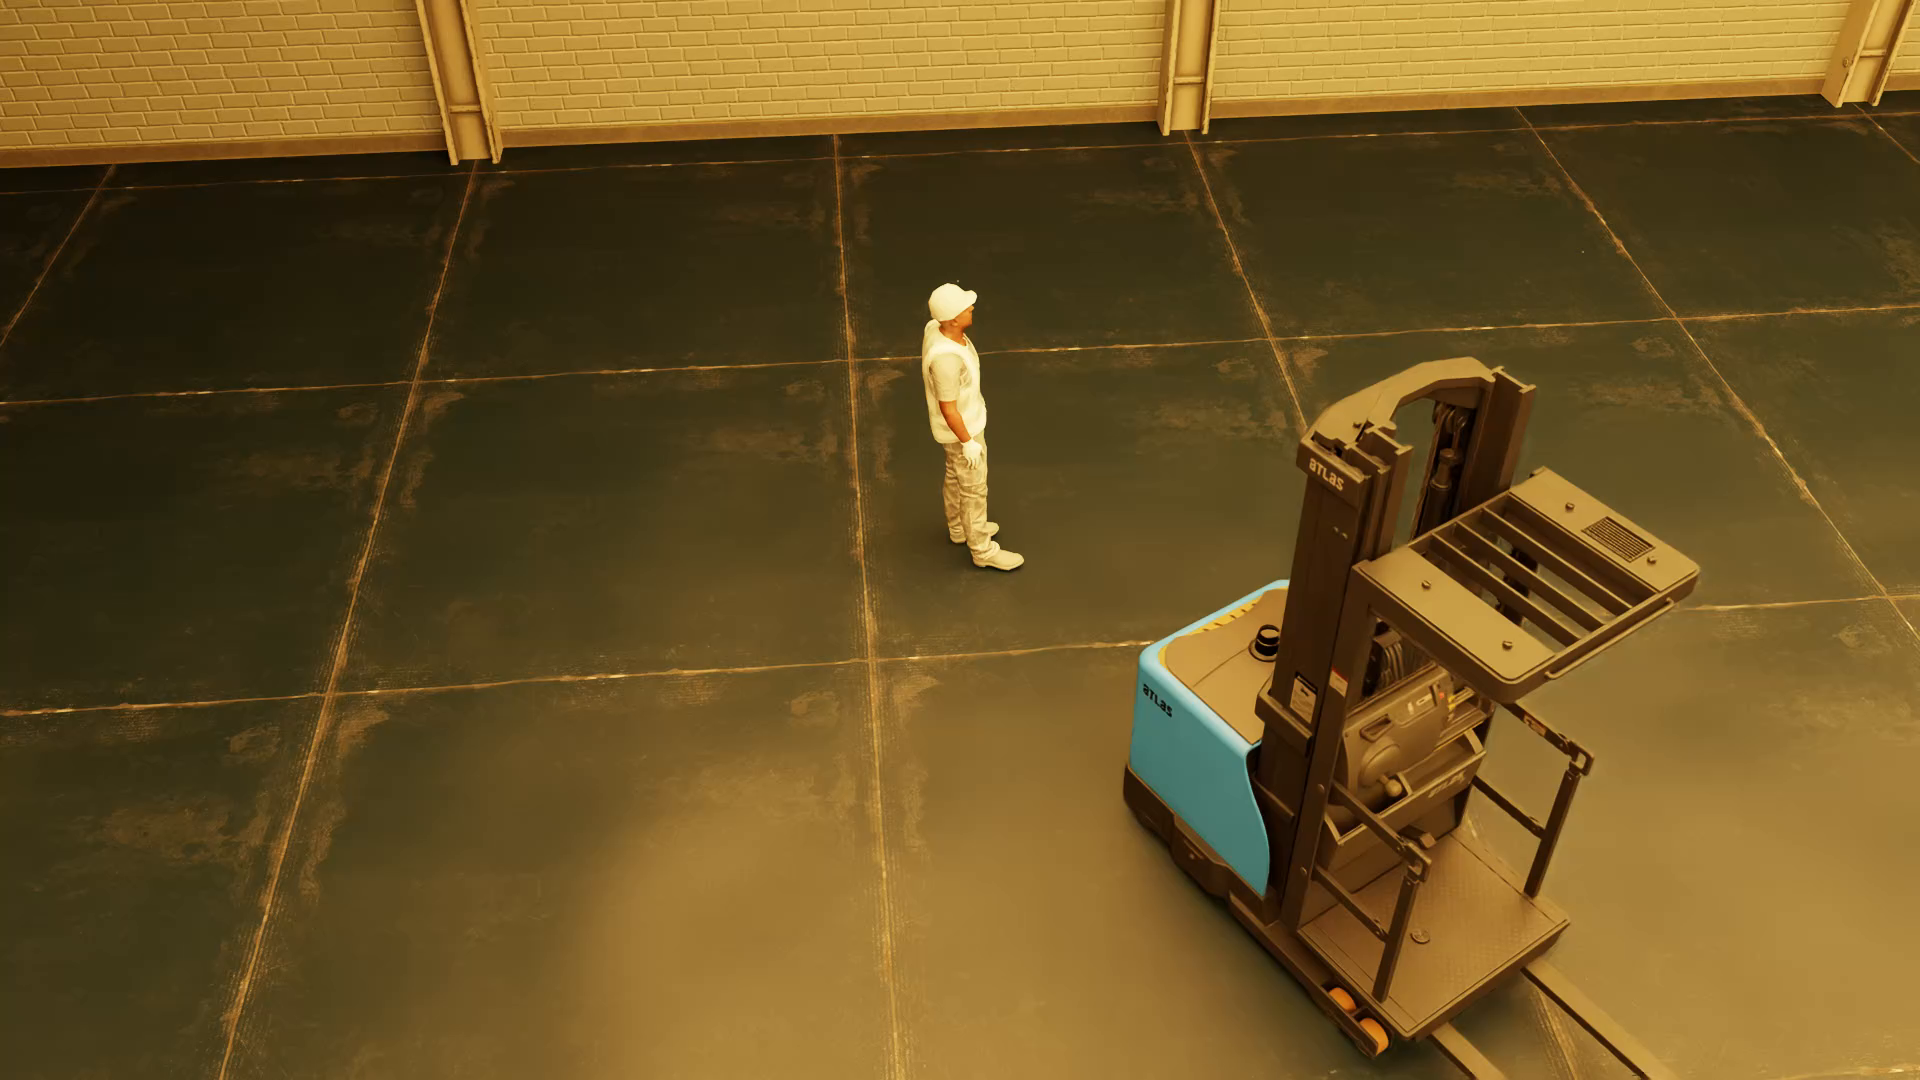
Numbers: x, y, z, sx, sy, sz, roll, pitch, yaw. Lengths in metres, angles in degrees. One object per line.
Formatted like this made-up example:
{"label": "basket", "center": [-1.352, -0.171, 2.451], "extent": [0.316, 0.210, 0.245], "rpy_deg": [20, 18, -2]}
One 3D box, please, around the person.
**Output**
{"label": "person", "center": [0.073, -0.682, 9.608], "extent": [0.575, 1.784, 0.656], "rpy_deg": [-3, 41, -4]}

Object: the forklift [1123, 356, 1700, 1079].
{"label": "forklift", "center": [2.090, 0.842, 6.953], "extent": [1.130, 2.935, 3.031], "rpy_deg": [-24, 46, -26]}
